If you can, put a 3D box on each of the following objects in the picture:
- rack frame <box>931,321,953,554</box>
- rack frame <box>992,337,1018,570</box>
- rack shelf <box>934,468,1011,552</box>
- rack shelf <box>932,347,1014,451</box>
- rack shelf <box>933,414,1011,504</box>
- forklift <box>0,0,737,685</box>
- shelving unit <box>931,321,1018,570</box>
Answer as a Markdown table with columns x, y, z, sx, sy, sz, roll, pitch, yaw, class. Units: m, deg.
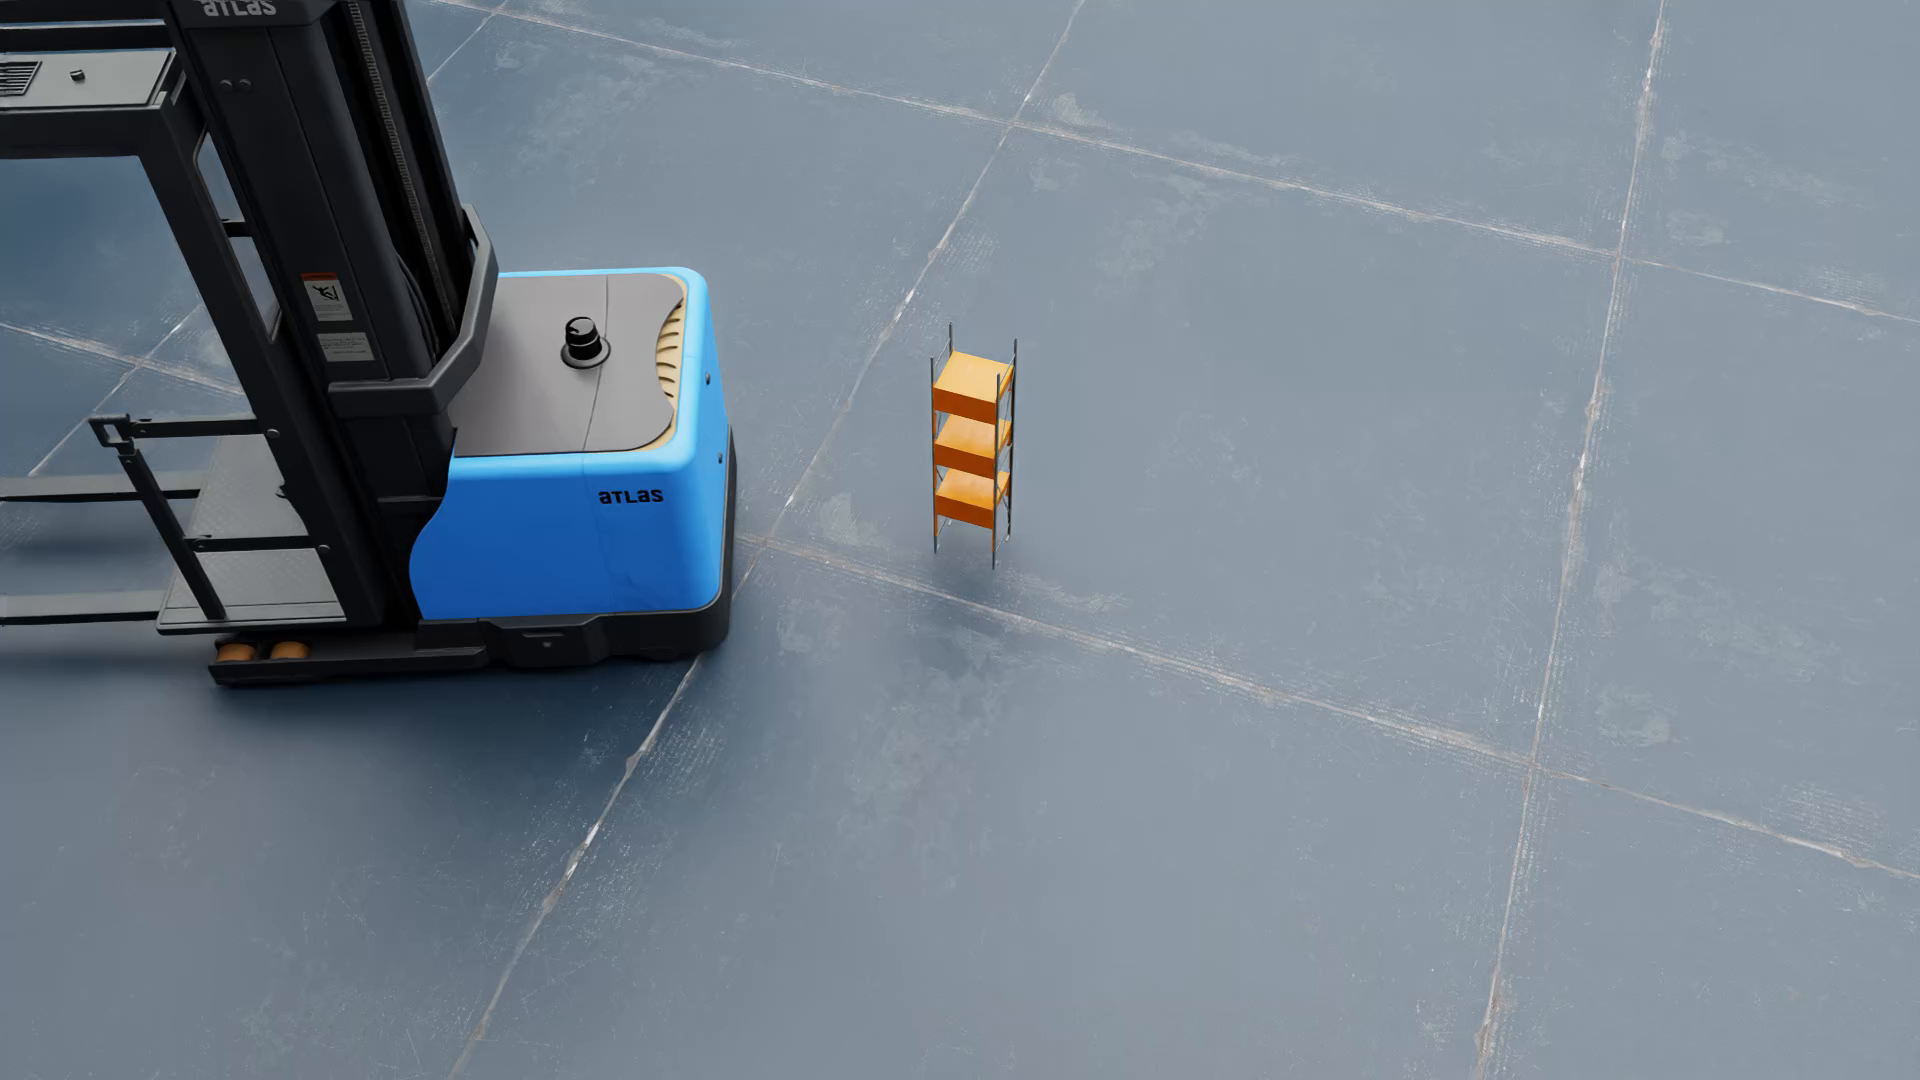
| x | y | z | sx | sy | sz | roll | pitch | yaw | class |
| --- | --- | --- | --- | --- | --- | --- | --- | --- | --- |
| -0.064 | -0.362 | 6.235 | 0.008 | 1.050 | 0.200 | 16 | 51 | 13 | rack frame |
| 0.165 | -0.298 | 6.180 | 0.008 | 1.050 | 0.200 | 16 | 51 | 13 | rack frame |
| 0.050 | -0.141 | 6.426 | 0.240 | 0.259 | 0.215 | 16 | 51 | 13 | rack shelf |
| 0.050 | -0.509 | 6.001 | 0.240 | 0.259 | 0.215 | 16 | 51 | 13 | rack shelf |
| 0.050 | -0.323 | 6.216 | 0.240 | 0.259 | 0.215 | 16 | 51 | 13 | rack shelf |
| -2.400 | -0.838 | 5.403 | 3.031 | 2.935 | 1.130 | -2 | 49 | -2 | forklift |
| 0.050 | -0.330 | 6.208 | 0.252 | 1.050 | 0.215 | 16 | 51 | 13 | shelving unit |
